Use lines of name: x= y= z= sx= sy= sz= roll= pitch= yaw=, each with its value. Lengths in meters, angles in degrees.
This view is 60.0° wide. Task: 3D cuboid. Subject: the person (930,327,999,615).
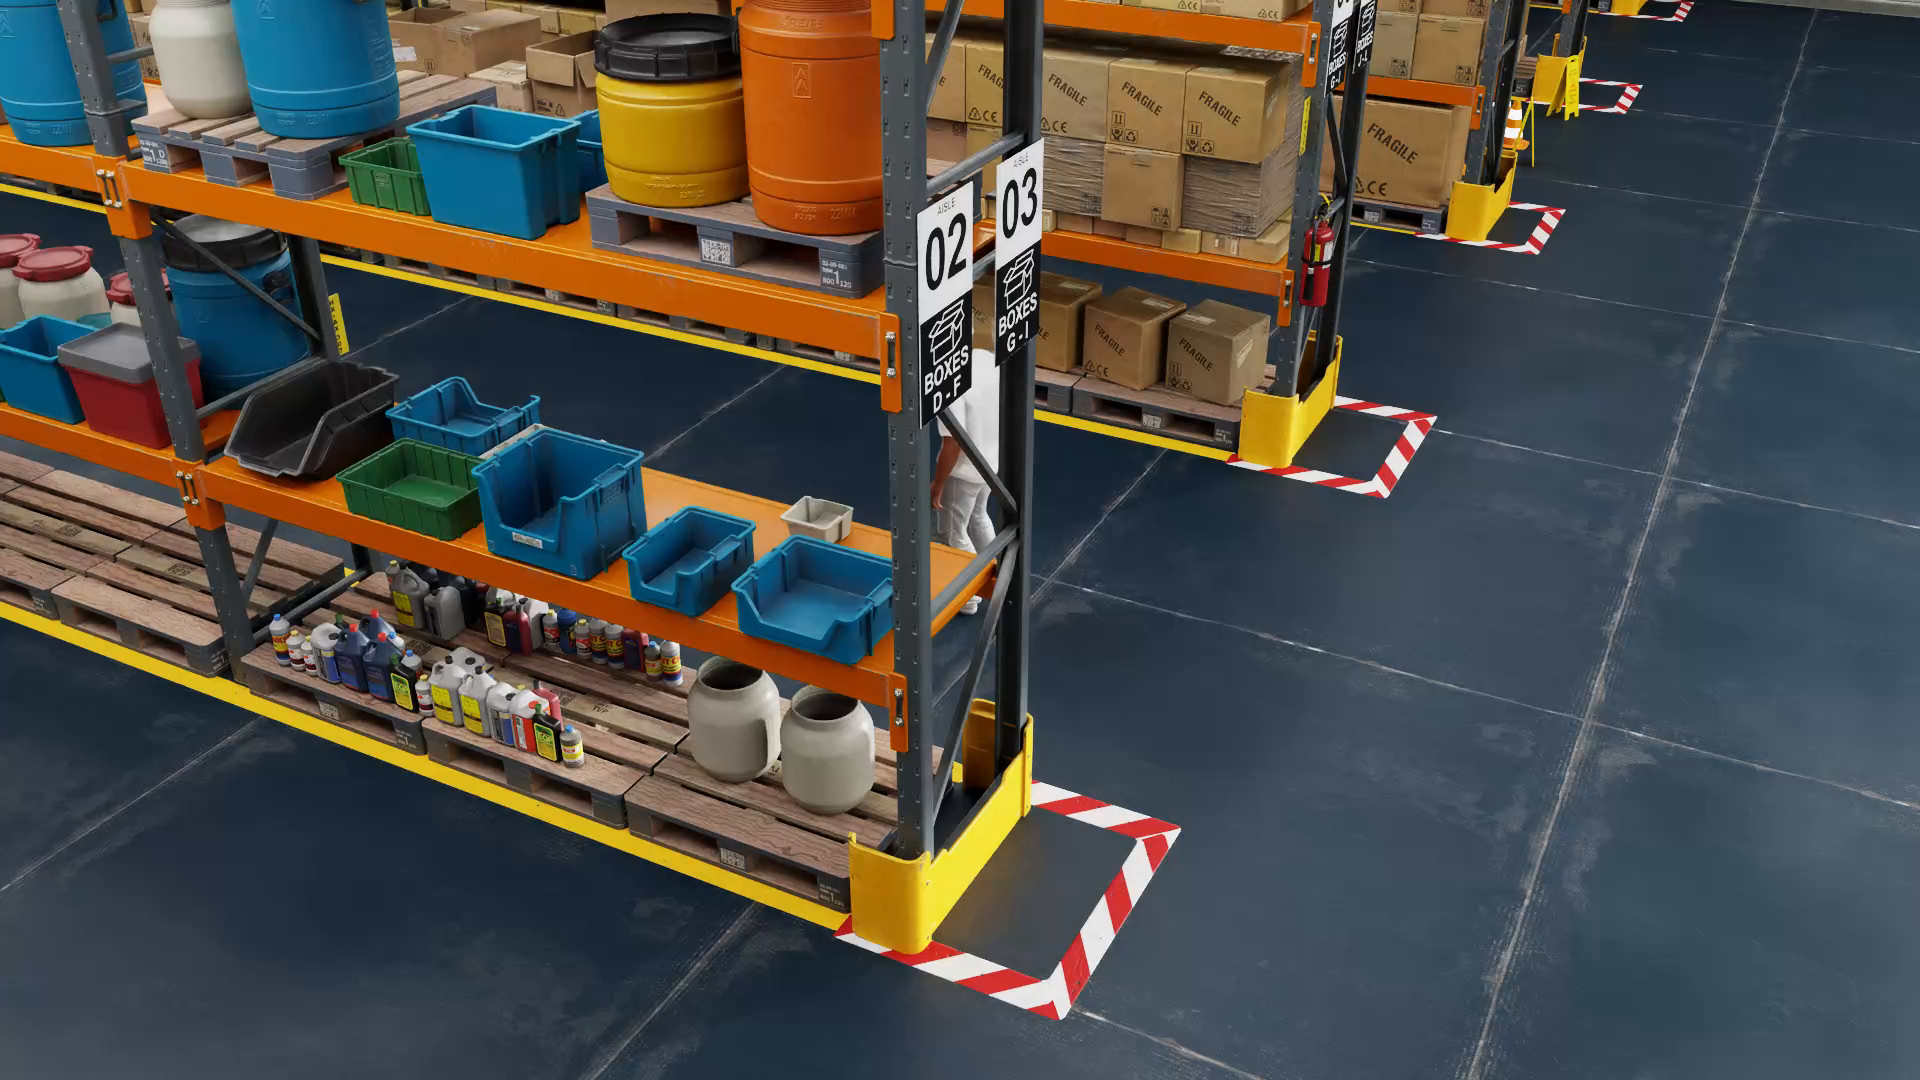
person: x=0.011 y=-0.425 z=9.013 sx=0.454 sy=1.761 sz=0.636 roll=13 pitch=32 yaw=21
